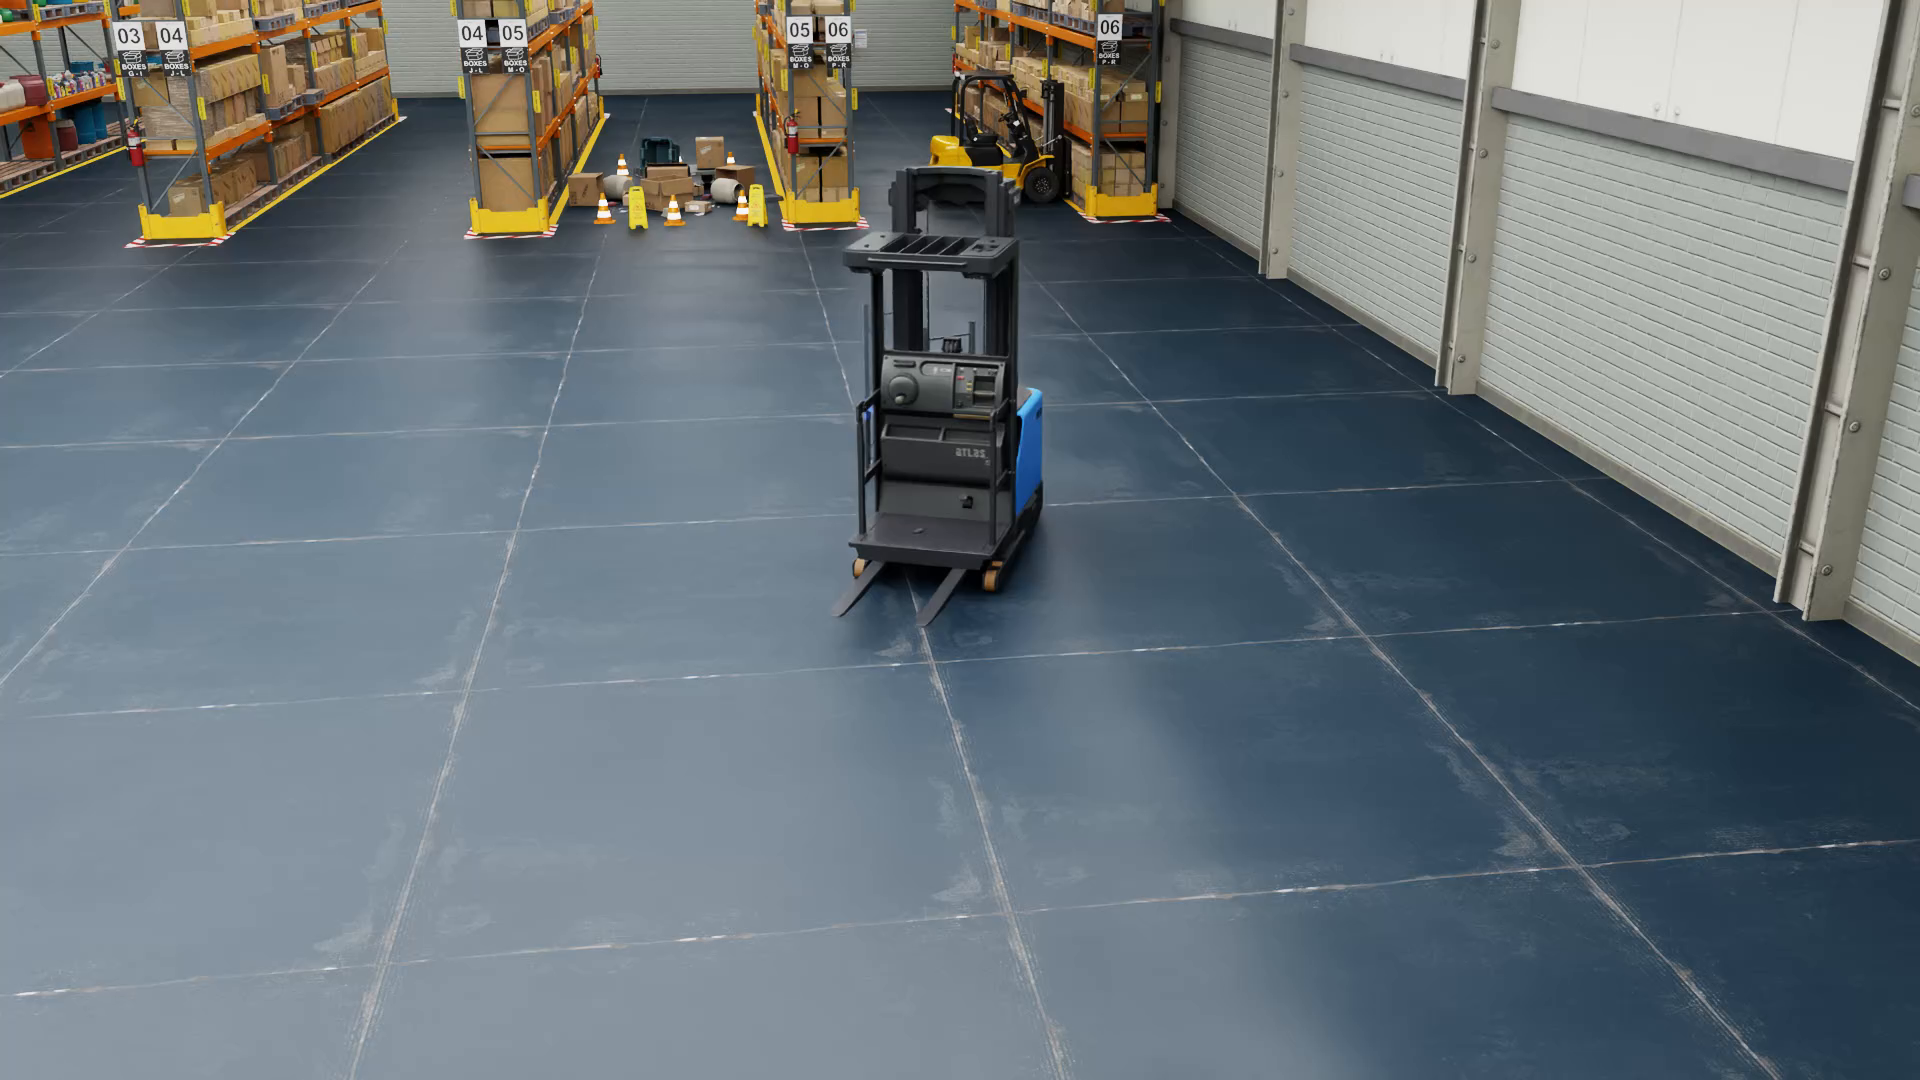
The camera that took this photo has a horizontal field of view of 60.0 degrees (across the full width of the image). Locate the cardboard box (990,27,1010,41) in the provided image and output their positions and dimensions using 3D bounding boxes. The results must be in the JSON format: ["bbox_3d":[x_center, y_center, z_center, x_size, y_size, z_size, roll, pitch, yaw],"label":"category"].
[{"bbox_3d":[1.004,-11.961,39.670,0.500,0.500,0.500,-3,21,-9],"label":"cardboard box"}]

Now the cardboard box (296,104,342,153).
[{"bbox_3d":[-13.265,-8.316,33.632,1.225,0.875,0.875,-4,21,-10],"label":"cardboard box"}]

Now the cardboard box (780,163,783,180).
[{"bbox_3d":[-2.985,-6.681,30.145,0.500,0.250,0.500,-4,21,-10],"label":"cardboard box"}]

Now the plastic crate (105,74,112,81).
[{"bbox_3d":[-18.589,-10.083,36.217,0.396,0.136,0.243,-3,21,-8],"label":"plastic crate"}]

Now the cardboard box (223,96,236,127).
[{"bbox_3d":[-12.365,-6.999,27.101,0.875,0.500,0.500,-3,21,-8],"label":"cardboard box"}]

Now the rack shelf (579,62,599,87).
[{"bbox_3d":[-9.128,-10.830,38.955,1.077,0.370,4.000,-3,21,-8],"label":"rack shelf"}]

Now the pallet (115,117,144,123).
[{"bbox_3d":[-19.160,-9.801,39.156,1.003,0.211,1.213,-3,21,-8],"label":"pallet"}]

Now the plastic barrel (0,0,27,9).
[{"bbox_3d":[-18.166,-10.625,31.875,0.600,0.830,0.708,-3,21,-8],"label":"plastic barrel"}]

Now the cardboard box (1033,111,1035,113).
[{"bbox_3d":[1.765,-9.152,35.479,0.380,0.149,0.250,-2,21,-5],"label":"cardboard box"}]

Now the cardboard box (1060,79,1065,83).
[{"bbox_3d":[1.997,-8.110,29.573,0.380,0.149,0.250,-3,21,-8],"label":"cardboard box"}]

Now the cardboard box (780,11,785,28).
[{"bbox_3d":[-2.717,-8.596,27.447,0.500,0.250,0.500,-2,21,-6],"label":"cardboard box"}]

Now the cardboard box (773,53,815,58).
[{"bbox_3d":[-2.856,-8.128,28.694,0.700,0.500,0.500,-3,21,-9],"label":"cardboard box"}]

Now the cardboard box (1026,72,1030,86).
[{"bbox_3d":[1.581,-9.093,32.775,0.500,0.250,0.500,-3,21,-7],"label":"cardboard box"}]

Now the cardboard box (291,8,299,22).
[{"bbox_3d":[-12.790,-9.887,31.327,0.500,0.250,0.500,-3,21,-8],"label":"cardboard box"}]

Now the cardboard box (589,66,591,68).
[{"bbox_3d":[-8.971,-11.290,39.515,0.380,0.149,0.250,-4,21,-10],"label":"cardboard box"}]

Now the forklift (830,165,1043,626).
[{"bbox_3d":[-0.178,-1.137,12.070,1.130,2.935,3.031,5,21,13],"label":"forklift"}]

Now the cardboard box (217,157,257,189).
[{"bbox_3d":[-12.591,-6.375,28.971,0.500,0.500,0.500,-4,21,-9],"label":"cardboard box"}]

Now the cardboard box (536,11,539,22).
[{"bbox_3d":[-7.061,-8.511,27.046,0.380,0.149,0.250,-3,21,-7],"label":"cardboard box"}]

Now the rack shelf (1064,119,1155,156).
[{"bbox_3d":[2.397,-7.212,29.267,1.077,0.370,4.000,-3,21,-8],"label":"rack shelf"}]

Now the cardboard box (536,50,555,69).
[{"bbox_3d":[-7.984,-8.920,31.239,0.700,0.500,0.500,-3,21,-8],"label":"cardboard box"}]

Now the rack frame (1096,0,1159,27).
[{"bbox_3d":[2.685,-9.667,26.237,1.000,3.000,0.127,-3,21,-8],"label":"rack frame"}]

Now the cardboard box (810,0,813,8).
[{"bbox_3d":[-2.376,-9.192,28.473,0.380,0.149,0.250,-3,21,-9],"label":"cardboard box"}]

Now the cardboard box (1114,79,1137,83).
[{"bbox_3d":[2.792,-7.657,27.934,0.380,0.149,0.250,-3,21,-7],"label":"cardboard box"}]

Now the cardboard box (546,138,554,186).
[{"bbox_3d":[-7.665,-6.685,29.265,0.875,0.875,0.875,-3,21,-7],"label":"cardboard box"}]

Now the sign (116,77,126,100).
[{"bbox_3d":[-12.585,-6.774,24.961,0.100,0.325,0.005,-3,21,-8],"label":"sign"}]

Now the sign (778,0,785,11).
[{"bbox_3d":[-2.778,-8.404,25.877,0.100,0.325,0.005,-3,21,-8],"label":"sign"}]

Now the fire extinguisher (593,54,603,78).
[{"bbox_3d":[-8.996,-11.760,41.058,0.296,0.674,0.183,-3,21,-8],"label":"fire extinguisher"}]

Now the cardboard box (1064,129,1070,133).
[{"bbox_3d":[1.868,-7.435,30.737,0.500,0.250,0.500,-3,21,-9],"label":"cardboard box"}]

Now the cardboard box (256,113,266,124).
[{"bbox_3d":[-12.287,-7.313,28.867,0.380,0.149,0.250,-3,21,-8],"label":"cardboard box"}]

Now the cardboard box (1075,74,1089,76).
[{"bbox_3d":[2.198,-7.991,28.829,0.380,0.149,0.250,-3,21,-7],"label":"cardboard box"}]

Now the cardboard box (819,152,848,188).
[{"bbox_3d":[-2.073,-6.166,27.697,0.500,0.500,0.500,-4,21,-10],"label":"cardboard box"}]

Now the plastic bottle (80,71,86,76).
[{"bbox_3d":[-18.323,-9.614,34.740,0.144,0.351,0.185,-3,21,-8],"label":"plastic bottle"}]

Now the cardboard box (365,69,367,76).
[{"bbox_3d":[-13.592,-10.534,37.493,0.380,0.149,0.250,-3,21,-9],"label":"cardboard box"}]

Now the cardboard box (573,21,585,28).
[{"bbox_3d":[-8.753,-11.477,37.660,0.500,0.500,0.500,-4,21,-9],"label":"cardboard box"}]

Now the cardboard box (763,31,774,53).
[{"bbox_3d":[-4.076,-10.933,36.630,0.500,0.500,0.500,-3,21,-8],"label":"cardboard box"}]

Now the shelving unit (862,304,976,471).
[{"bbox_3d":[-0.360,-1.222,14.346,0.538,1.500,1.048,-12,24,-30],"label":"shelving unit"}]

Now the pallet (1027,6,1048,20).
[{"bbox_3d":[1.882,-10.326,32.558,1.003,0.211,1.213,-2,21,-5],"label":"pallet"}]

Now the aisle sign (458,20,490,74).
[{"bbox_3d":[-7.397,-7.498,25.290,0.394,0.787,0.004,-3,21,-8],"label":"aisle sign"}]

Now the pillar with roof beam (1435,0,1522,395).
[{"bbox_3d":[0.946,-5.582,15.299,9.100,9.000,0.400,-3,21,-8],"label":"pillar with roof beam"}]

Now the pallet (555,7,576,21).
[{"bbox_3d":[-8.118,-10.187,32.186,1.213,0.211,1.003,-2,21,-5],"label":"pallet"}]

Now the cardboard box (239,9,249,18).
[{"bbox_3d":[-12.276,-8.914,28.152,0.380,0.149,0.250,-2,21,-6],"label":"cardboard box"}]

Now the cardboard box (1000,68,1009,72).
[{"bbox_3d":[1.058,-9.914,35.231,0.380,0.149,0.250,-3,21,-7],"label":"cardboard box"}]

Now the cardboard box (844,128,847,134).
[{"bbox_3d":[-2.079,-6.798,27.489,0.380,0.149,0.250,-4,21,-9],"label":"cardboard box"}]

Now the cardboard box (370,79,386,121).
[{"bbox_3d":[-14.036,-10.314,38.979,0.875,0.875,0.875,-3,21,-8],"label":"cardboard box"}]

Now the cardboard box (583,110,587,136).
[{"bbox_3d":[-8.410,-9.080,36.211,0.500,0.500,0.500,-3,21,-9],"label":"cardboard box"}]

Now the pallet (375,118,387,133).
[{"bbox_3d":[-13.974,-9.644,38.736,1.003,0.211,1.213,-3,21,-8],"label":"pallet"}]

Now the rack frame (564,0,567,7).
[{"bbox_3d":[-8.263,-11.900,32.217,1.000,3.000,0.127,-3,21,-8],"label":"rack frame"}]

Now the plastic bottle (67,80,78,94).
[{"bbox_3d":[-18.029,-9.213,33.774,0.152,0.276,0.135,-3,21,-8],"label":"plastic bottle"}]
